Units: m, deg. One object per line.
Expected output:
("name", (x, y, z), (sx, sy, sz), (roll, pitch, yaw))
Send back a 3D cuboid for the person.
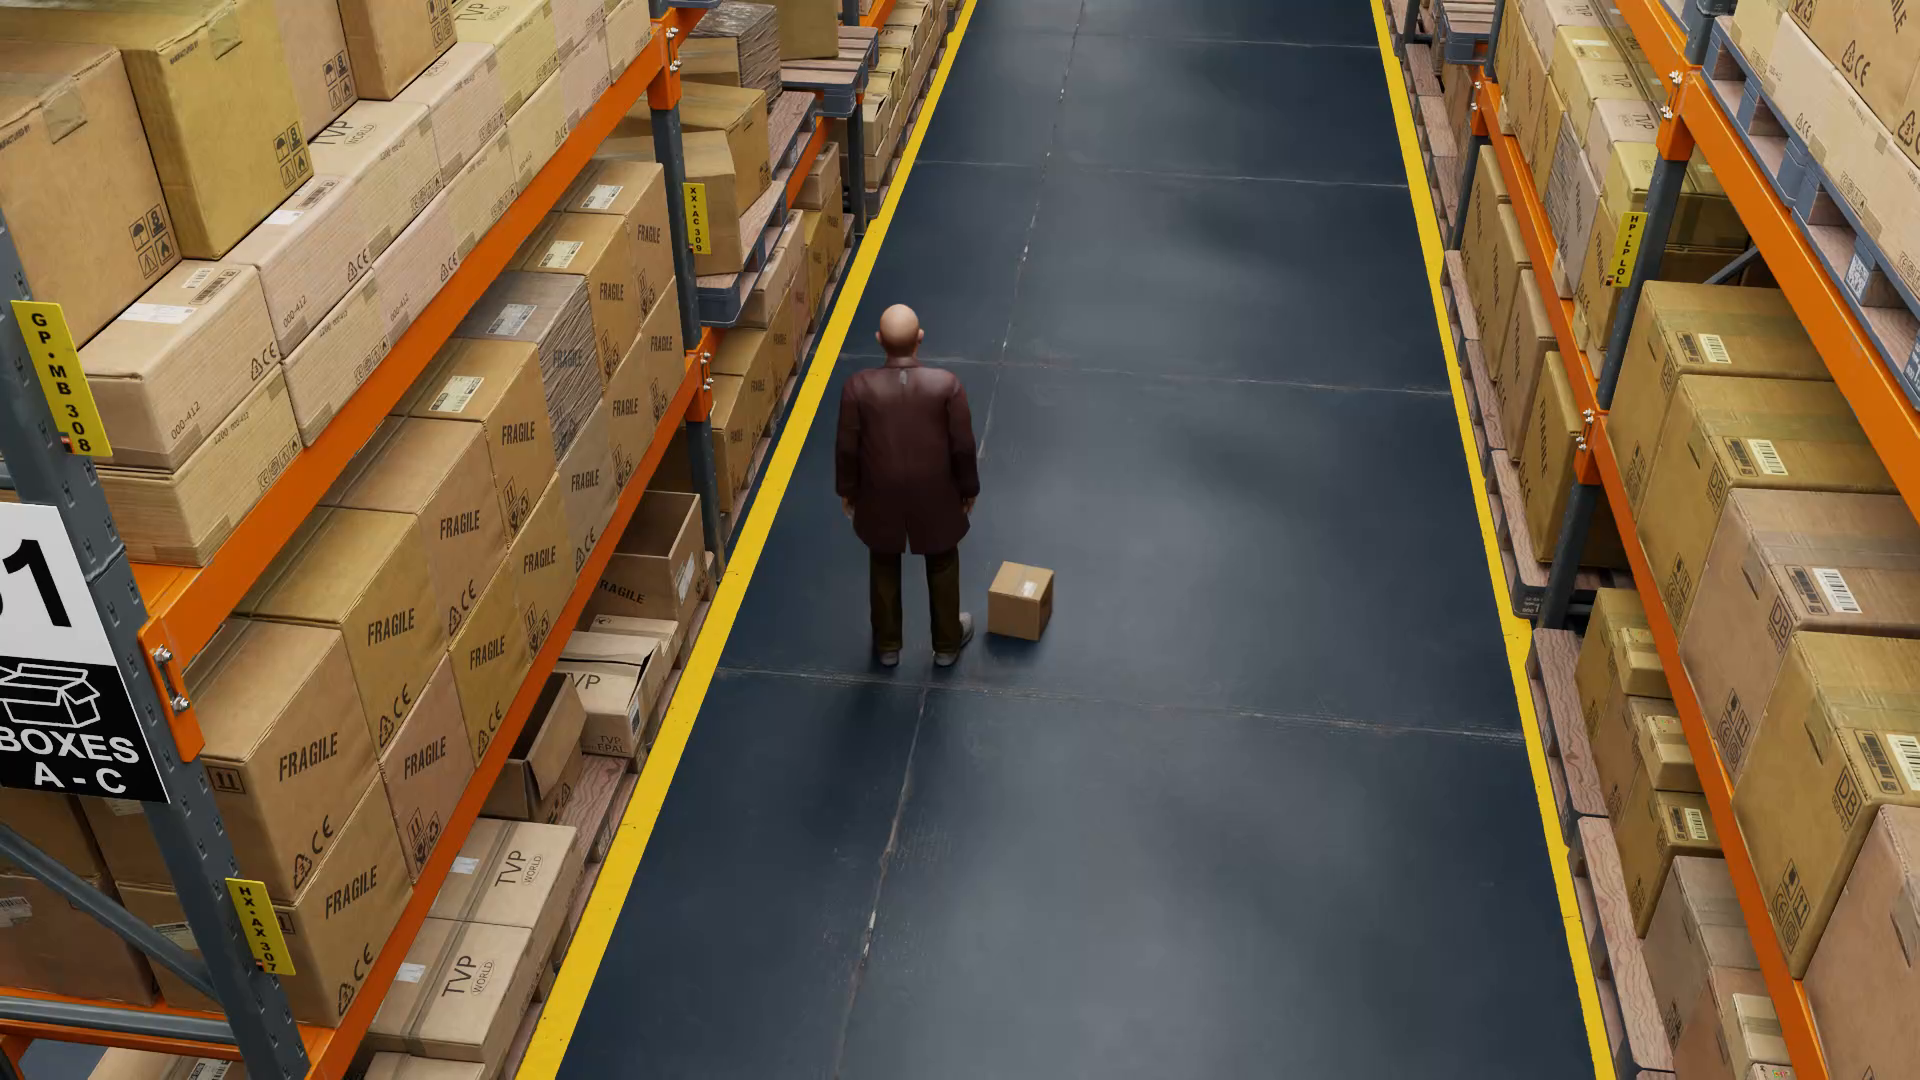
("person", (-0.231, -0.215, 7.356), (0.641, 1.772, 0.432), (1, 36, 2))
